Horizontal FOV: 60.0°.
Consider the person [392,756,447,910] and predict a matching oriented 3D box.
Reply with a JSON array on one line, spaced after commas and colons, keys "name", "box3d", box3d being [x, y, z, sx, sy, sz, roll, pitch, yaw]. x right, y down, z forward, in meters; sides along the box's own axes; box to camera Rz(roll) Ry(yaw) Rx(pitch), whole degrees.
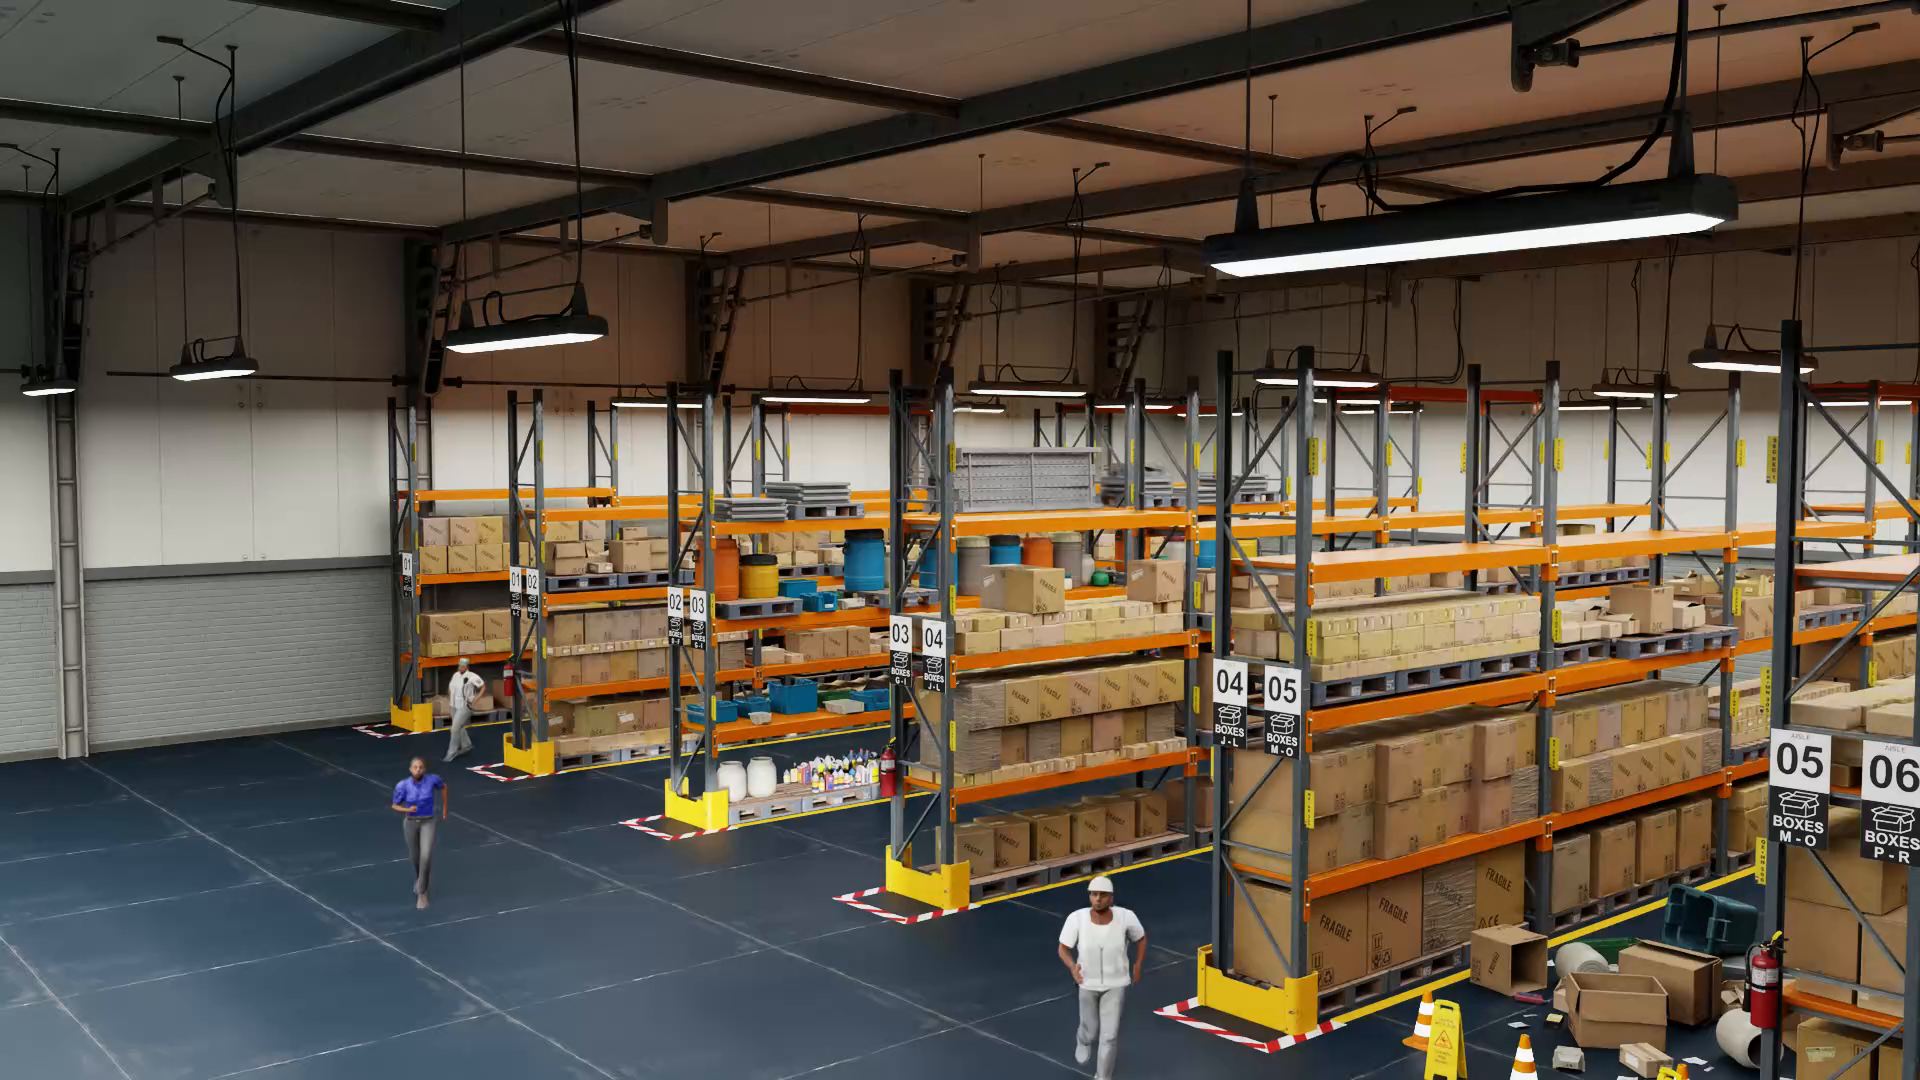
[{"name": "person", "box3d": [-6.082, 3.263, 18.741, 0.599, 1.685, 0.846, -1, 4, -19]}]

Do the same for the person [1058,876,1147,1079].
[{"name": "person", "box3d": [1.134, 3.526, 13.226, 0.709, 1.761, 0.871, 0, 3, 5]}]

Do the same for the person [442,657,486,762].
[{"name": "person", "box3d": [-8.122, 2.766, 27.158, 0.660, 1.709, 0.697, 2, 4, 31]}]

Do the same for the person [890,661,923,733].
[{"name": "person", "box3d": [-0.857, 2.487, 28.206, 0.631, 1.546, 0.747, 3, 5, 44]}]
